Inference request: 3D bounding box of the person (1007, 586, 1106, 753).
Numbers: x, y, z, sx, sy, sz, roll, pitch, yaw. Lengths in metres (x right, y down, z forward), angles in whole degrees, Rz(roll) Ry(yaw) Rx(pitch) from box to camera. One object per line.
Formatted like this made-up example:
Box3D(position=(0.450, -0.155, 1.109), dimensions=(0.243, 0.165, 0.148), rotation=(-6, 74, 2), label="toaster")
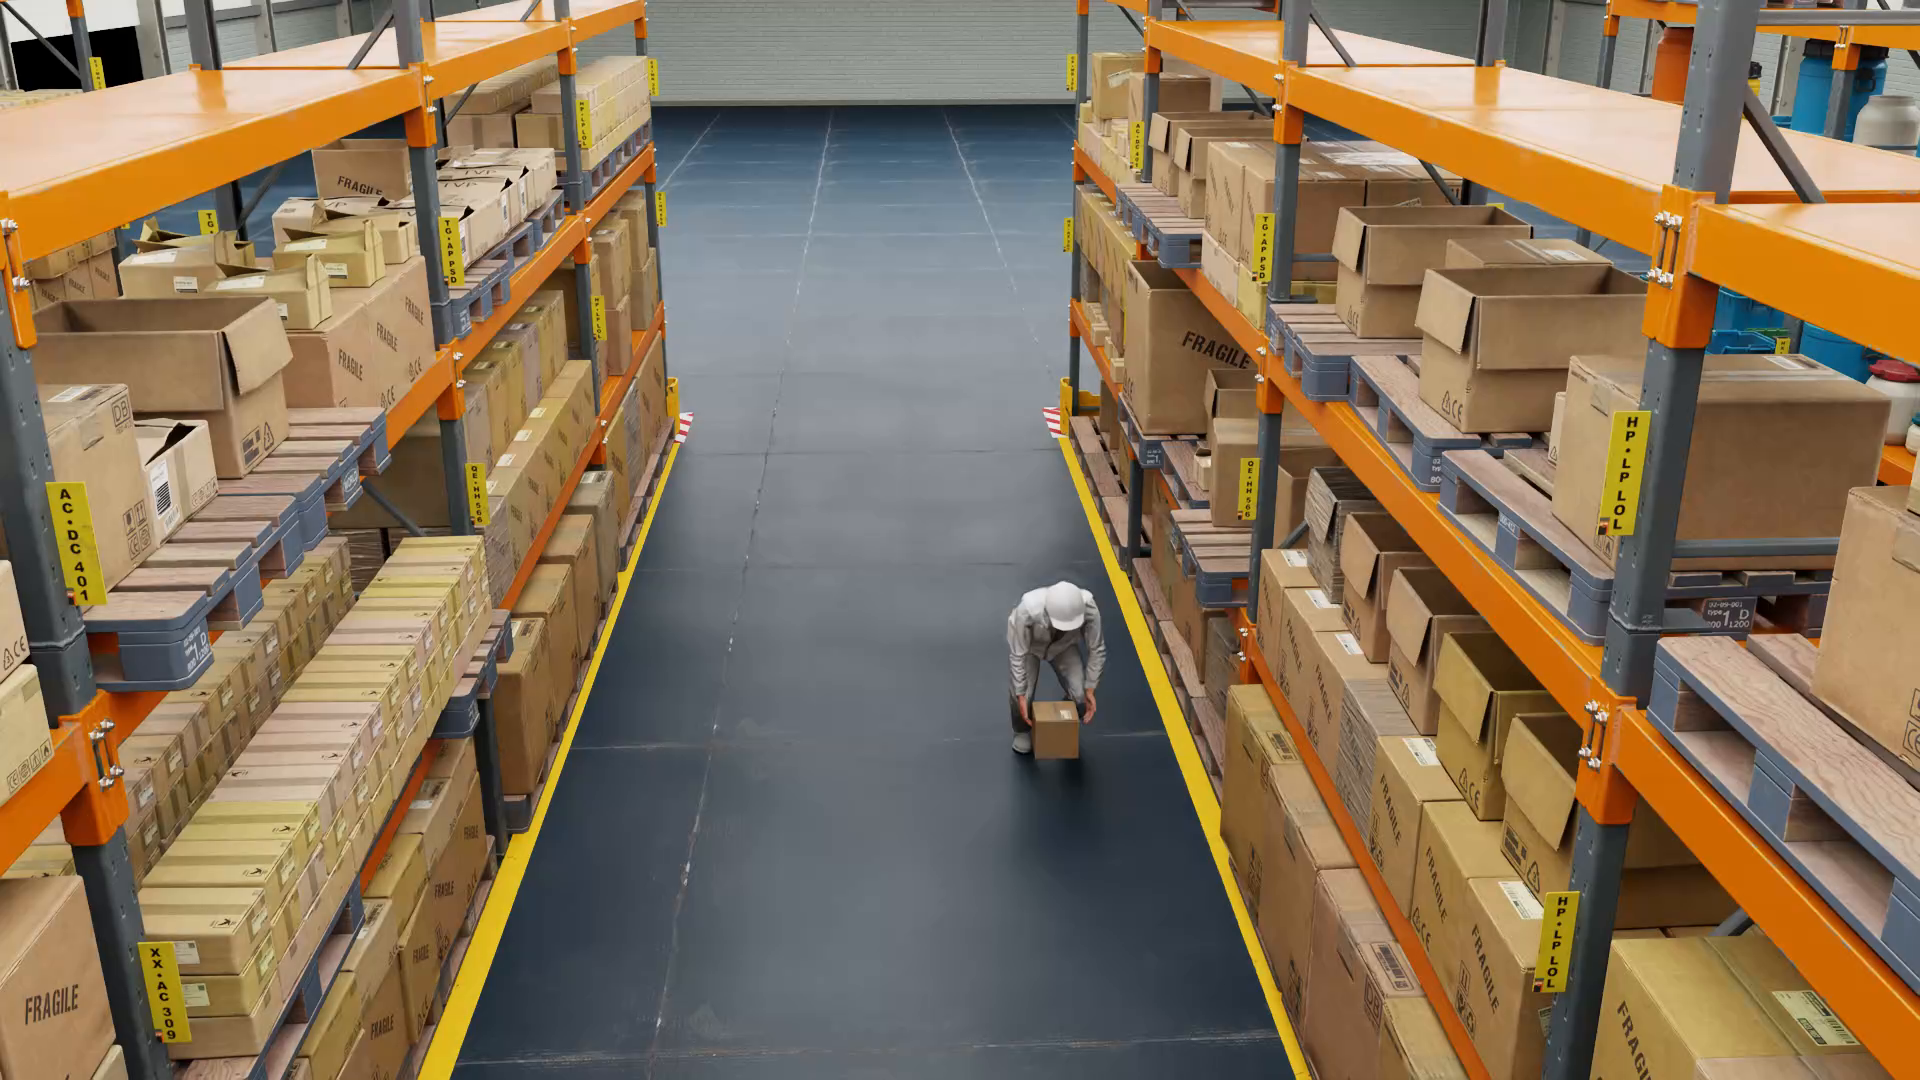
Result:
Box3D(position=(0.565, 0.723, 9.916), dimensions=(0.570, 1.196, 0.850), rotation=(-1, 20, -3), label="person")
